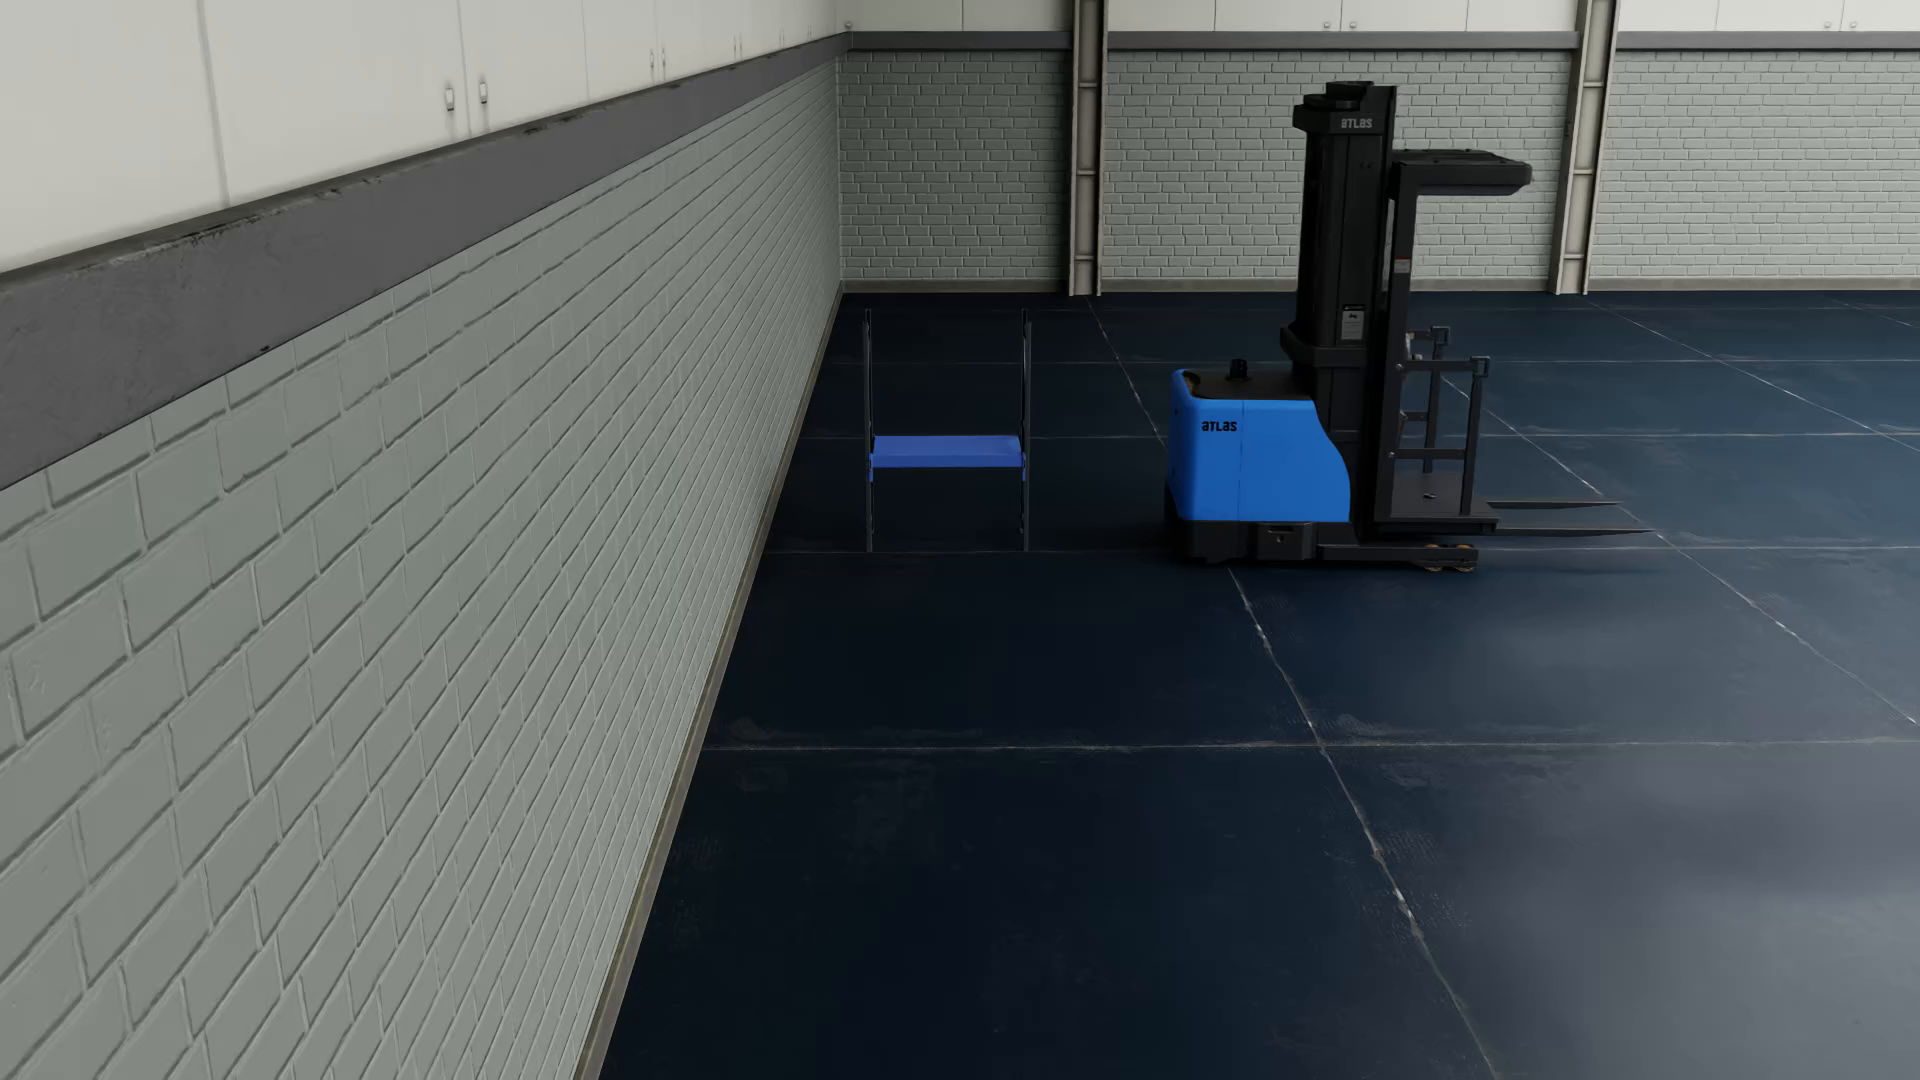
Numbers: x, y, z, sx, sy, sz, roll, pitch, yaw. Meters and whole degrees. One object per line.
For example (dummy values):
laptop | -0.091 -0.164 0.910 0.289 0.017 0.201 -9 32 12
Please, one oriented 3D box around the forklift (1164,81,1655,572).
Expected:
forklift | 2.895 -1.363 10.499 3.031 2.935 1.130 1 18 2

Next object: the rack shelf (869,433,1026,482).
rack shelf | -0.085 -0.542 10.872 1.000 0.185 0.538 0 18 -1

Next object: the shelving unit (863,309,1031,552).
shelving unit | -0.085 -0.714 10.817 1.048 1.500 0.538 0 18 -1

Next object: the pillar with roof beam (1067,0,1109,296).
pillar with roof beam | 1.595 -6.012 15.055 0.400 9.000 9.100 0 18 -1

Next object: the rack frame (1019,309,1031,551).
rack frame | 0.423 -0.716 10.825 0.032 1.500 0.500 0 18 -1

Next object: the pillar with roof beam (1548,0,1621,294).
pillar with roof beam | 7.594 -6.040 15.146 0.400 9.000 9.100 0 18 -1

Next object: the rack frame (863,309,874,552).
rack frame | -0.594 -0.711 10.810 0.032 1.500 0.500 0 18 -1
